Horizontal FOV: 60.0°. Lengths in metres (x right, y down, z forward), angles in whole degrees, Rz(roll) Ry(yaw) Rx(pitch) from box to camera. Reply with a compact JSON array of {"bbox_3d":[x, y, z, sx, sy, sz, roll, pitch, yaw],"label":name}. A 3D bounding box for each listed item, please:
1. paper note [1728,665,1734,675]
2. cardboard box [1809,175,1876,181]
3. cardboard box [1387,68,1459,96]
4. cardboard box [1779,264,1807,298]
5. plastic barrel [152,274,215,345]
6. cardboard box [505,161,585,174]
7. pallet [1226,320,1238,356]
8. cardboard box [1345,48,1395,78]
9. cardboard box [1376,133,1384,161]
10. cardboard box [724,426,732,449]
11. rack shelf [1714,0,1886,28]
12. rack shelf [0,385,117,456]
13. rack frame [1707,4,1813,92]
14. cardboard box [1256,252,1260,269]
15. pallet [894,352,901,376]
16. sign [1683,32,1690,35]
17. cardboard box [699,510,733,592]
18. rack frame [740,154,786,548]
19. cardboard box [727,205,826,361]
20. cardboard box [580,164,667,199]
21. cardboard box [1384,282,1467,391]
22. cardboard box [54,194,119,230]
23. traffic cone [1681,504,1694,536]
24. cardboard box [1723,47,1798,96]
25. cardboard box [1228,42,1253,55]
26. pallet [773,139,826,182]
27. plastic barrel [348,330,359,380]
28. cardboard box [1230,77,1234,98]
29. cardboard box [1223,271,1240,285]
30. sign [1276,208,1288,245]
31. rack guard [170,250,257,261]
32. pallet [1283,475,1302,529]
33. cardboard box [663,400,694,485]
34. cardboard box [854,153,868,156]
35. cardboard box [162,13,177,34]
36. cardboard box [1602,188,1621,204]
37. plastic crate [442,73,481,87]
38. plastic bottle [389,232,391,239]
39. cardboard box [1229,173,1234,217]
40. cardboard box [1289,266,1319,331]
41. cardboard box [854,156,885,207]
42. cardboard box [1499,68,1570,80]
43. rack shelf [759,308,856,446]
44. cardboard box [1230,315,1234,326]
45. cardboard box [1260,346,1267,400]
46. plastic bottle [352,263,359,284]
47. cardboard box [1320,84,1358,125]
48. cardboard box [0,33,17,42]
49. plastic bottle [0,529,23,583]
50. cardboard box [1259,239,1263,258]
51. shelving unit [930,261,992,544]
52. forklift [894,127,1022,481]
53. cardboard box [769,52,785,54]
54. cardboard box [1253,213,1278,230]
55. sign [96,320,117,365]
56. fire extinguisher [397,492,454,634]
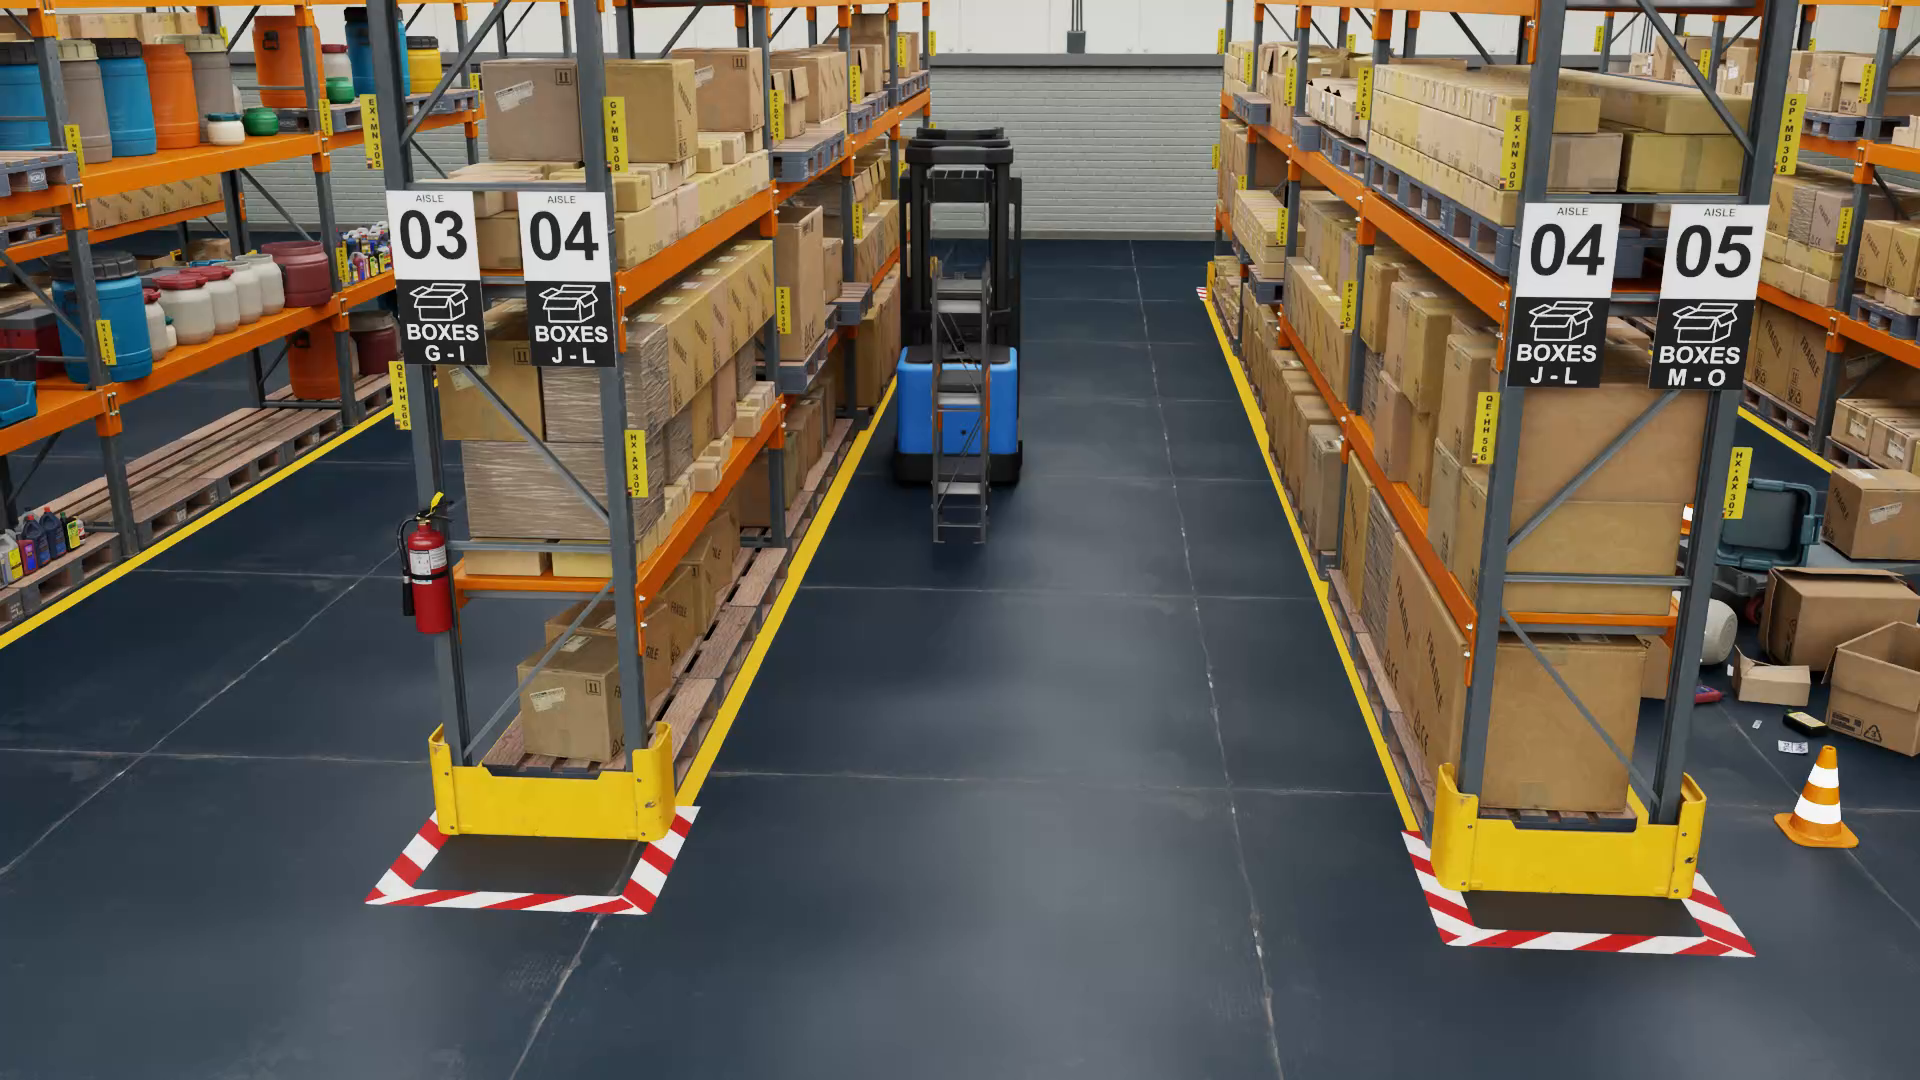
[{"bbox_3d":[4.891,0.819,10.388,0.172,0.023,0.155,8,20,23],"label":"paper note"},{"bbox_3d":[8.792,-3.364,16.604,0.500,0.500,0.500,2,18,5],"label":"cardboard box"},{"bbox_3d":[2.762,-2.727,9.900,0.380,0.149,0.250,1,18,3],"label":"cardboard box"},{"bbox_3d":[8.193,-2.473,15.892,0.500,0.250,0.500,2,18,5],"label":"cardboard box"},{"bbox_3d":[-6.377,-1.896,13.674,0.433,0.535,0.433,0,18,0],"label":"plastic barrel"},{"bbox_3d":[-2.173,-1.914,8.729,0.380,0.149,0.250,2,18,5],"label":"cardboard box"},{"bbox_3d":[3.749,-2.428,19.993,1.003,0.211,1.213,1,18,4],"label":"pallet"},{"bbox_3d":[3.791,-4.417,15.380,0.396,0.266,0.258,1,18,4],"label":"cardboard box"},{"bbox_3d":[2.781,-2.426,10.260,0.380,0.149,0.250,1,18,4],"label":"cardboard box"},{"bbox_3d":[-1.638,-0.621,10.404,0.380,0.149,0.250,1,18,4],"label":"cardboard box"},{"bbox_3d":[8.538,-5.162,16.023,1.077,0.370,4.000,1,18,4],"label":"rack shelf"},{"bbox_3d":[-6.861,-0.348,10.324,1.077,0.370,4.000,1,18,4],"label":"rack shelf"},{"bbox_3d":[8.681,-6.315,17.744,1.000,3.000,0.127,1,18,4],"label":"rack frame"},{"bbox_3d":[3.064,-2.702,16.080,0.380,0.149,0.250,2,18,5],"label":"cardboard box"},{"bbox_3d":[-1.184,-2.119,19.051,1.003,0.211,1.213,1,18,4],"label":"pallet"},{"bbox_3d":[9.508,-6.499,21.827,0.100,0.325,0.005,1,18,4],"label":"sign"},{"bbox_3d":[-1.879,0.089,11.174,0.500,0.500,0.500,7,20,21],"label":"cardboard box"},{"bbox_3d":[-1.777,-1.201,11.770,1.000,3.000,0.127,1,18,4],"label":"rack frame"},{"bbox_3d":[-1.580,-1.929,12.355,1.000,1.000,1.000,1,18,4],"label":"cardboard box"},{"bbox_3d":[-1.712,-1.825,8.459,0.380,0.149,0.250,2,18,6],"label":"cardboard box"},{"bbox_3d":[3.003,-1.191,9.766,0.875,0.550,0.550,1,18,4],"label":"cardboard box"},{"bbox_3d":[-10.776,-4.107,20.481,0.500,0.500,0.500,2,18,5],"label":"cardboard box"},{"bbox_3d":[5.823,-0.303,13.104,0.336,0.463,0.334,1,18,4],"label":"traffic cone"},{"bbox_3d":[8.329,-4.869,17.314,0.500,0.500,0.500,1,18,3],"label":"cardboard box"},{"bbox_3d":[3.644,-6.310,21.343,0.380,0.149,0.250,1,18,4],"label":"cardboard box"},{"bbox_3d":[-1.626,-2.726,11.911,1.213,0.211,1.003,1,18,4],"label":"pallet"},{"bbox_3d":[-6.461,-1.901,17.227,0.421,0.512,0.421,0,18,0],"label":"plastic barrel"},{"bbox_3d":[3.670,-5.682,20.871,0.500,0.250,0.500,1,18,2],"label":"cardboard box"},{"bbox_3d":[3.572,-3.349,21.275,0.380,0.149,0.250,2,18,5],"label":"cardboard box"},{"bbox_3d":[2.908,-2.823,14.988,0.100,0.325,0.005,1,18,4],"label":"sign"},{"bbox_3d":[-10.803,-3.939,24.140,1.175,0.500,0.348,1,18,4],"label":"rack guard"},{"bbox_3d":[3.228,-0.355,13.667,1.003,0.211,1.213,1,18,4],"label":"pallet"},{"bbox_3d":[-2.002,-0.630,9.390,0.875,0.500,0.500,1,18,4],"label":"cardboard box"},{"bbox_3d":[-1.397,-4.416,20.142,0.500,0.500,0.500,1,18,4],"label":"cardboard box"},{"bbox_3d":[-10.938,-6.785,22.228,0.700,0.500,0.500,1,18,4],"label":"cardboard box"},{"bbox_3d":[3.257,-1.626,7.819,0.380,0.149,0.250,1,18,4],"label":"cardboard box"},{"bbox_3d":[-6.324,-5.726,20.954,0.437,0.282,0.530,1,18,4],"label":"plastic crate"},{"bbox_3d":[-6.457,-3.456,18.971,0.097,0.201,0.097,0,18,0],"label":"plastic bottle"},{"bbox_3d":[3.565,-4.204,20.299,0.500,0.500,0.500,1,18,4],"label":"cardboard box"},{"bbox_3d":[3.115,-2.057,14.223,0.500,0.500,0.500,1,18,3],"label":"cardboard box"},{"bbox_3d":[-1.241,-4.011,18.575,0.797,0.503,0.637,1,18,2],"label":"cardboard box"},{"bbox_3d":[3.418,-2.714,9.858,0.380,0.149,0.250,1,18,4],"label":"cardboard box"},{"bbox_3d":[-1.634,-1.480,13.778,1.077,0.370,4.000,1,18,4],"label":"rack shelf"},{"bbox_3d":[3.481,-2.680,20.188,0.380,0.149,0.250,1,18,2],"label":"cardboard box"},{"bbox_3d":[3.277,-1.684,16.585,0.500,0.500,0.500,2,18,6],"label":"cardboard box"},{"bbox_3d":[-6.034,-2.652,16.519,0.097,0.201,0.097,0,18,0],"label":"plastic bottle"},{"bbox_3d":[3.106,-3.396,12.961,0.500,0.311,0.500,1,18,3],"label":"cardboard box"},{"bbox_3d":[-11.194,-5.473,18.996,0.600,0.600,0.600,0,18,-1],"label":"cardboard box"},{"bbox_3d":[-6.513,0.105,11.334,0.144,0.351,0.185,1,18,4],"label":"plastic bottle"},{"bbox_3d":[3.048,-2.769,15.808,0.380,0.149,0.250,2,18,6],"label":"cardboard box"},{"bbox_3d":[0.012,-1.049,12.753,0.431,2.100,0.503,1,18,4],"label":"shelving unit"},{"bbox_3d":[0.011,-2.300,15.236,1.130,2.935,3.031,0,18,1],"label":"forklift"},{"bbox_3d":[-1.780,-4.013,14.573,0.500,0.500,0.500,1,18,4],"label":"cardboard box"},{"bbox_3d":[3.105,-3.143,16.473,0.380,0.149,0.250,1,18,4],"label":"cardboard box"},{"bbox_3d":[-6.169,-1.427,12.017,0.100,0.325,0.005,1,18,4],"label":"sign"},{"bbox_3d":[-2.532,0.104,7.914,0.296,0.674,0.183,1,18,4],"label":"fire extinguisher"}]
